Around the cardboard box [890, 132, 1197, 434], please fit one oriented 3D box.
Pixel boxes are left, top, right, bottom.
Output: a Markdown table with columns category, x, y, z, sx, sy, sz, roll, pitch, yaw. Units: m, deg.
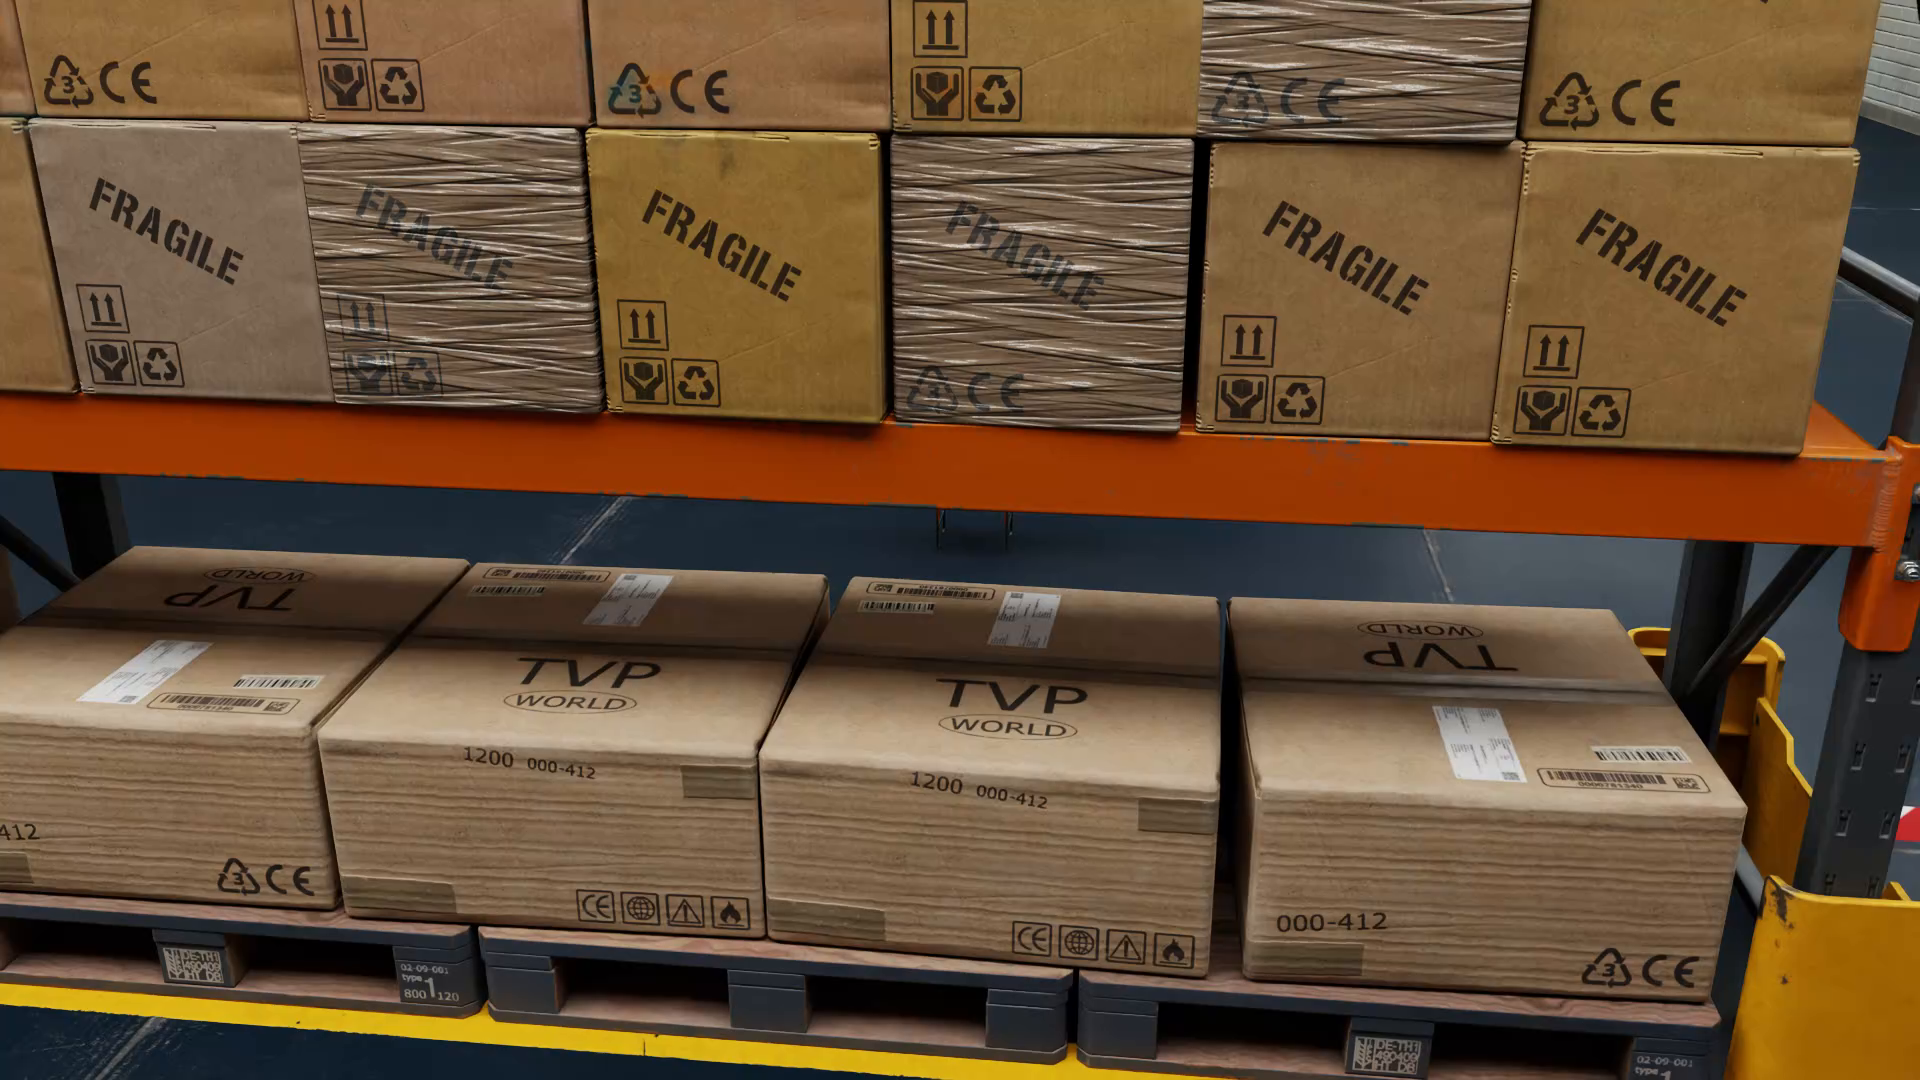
| category | x | y | z | sx | sy | sz | roll | pitch | yaw |
| --- | --- | --- | --- | --- | --- | --- | --- | --- | --- |
| cardboard box | 0.167 | -0.517 | 3.030 | 0.500 | 0.500 | 0.500 | 3 | 22 | 8 |

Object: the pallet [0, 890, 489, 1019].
| category | x | y | z | sx | sy | sz | roll | pitch | yaw |
| --- | --- | --- | --- | --- | --- | --- | --- | --- | --- |
| pallet | -1.541 | 0.685 | 3.919 | 1.213 | 0.211 | 1.003 | 2 | 22 | 6 |

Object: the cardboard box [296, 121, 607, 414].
| category | x | y | z | sx | sy | sz | roll | pitch | yaw |
| --- | --- | --- | --- | --- | --- | --- | --- | --- | --- |
| cardboard box | -0.859 | -0.556 | 3.131 | 0.500 | 0.500 | 0.500 | 3 | 22 | 7 |

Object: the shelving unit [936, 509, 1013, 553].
| category | x | y | z | sx | sy | sz | roll | pitch | yaw |
| --- | --- | --- | --- | --- | --- | --- | --- | --- | --- |
| shelving unit | 0.053 | -0.486 | 5.741 | 0.252 | 1.050 | 0.215 | 2 | 22 | 6 |

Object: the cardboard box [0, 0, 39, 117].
| category | x | y | z | sx | sy | sz | roll | pitch | yaw |
| --- | --- | --- | --- | --- | --- | --- | --- | --- | --- |
| cardboard box | -1.842 | -1.075 | 3.084 | 0.500 | 0.500 | 0.500 | 3 | 22 | 7 |

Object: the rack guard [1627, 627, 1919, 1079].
| category | x | y | z | sx | sy | sz | roll | pitch | yaw |
| --- | --- | --- | --- | --- | --- | --- | --- | --- | --- |
| rack guard | 1.710 | 0.664 | 3.581 | 0.348 | 0.500 | 1.175 | 2 | 22 | 6 |

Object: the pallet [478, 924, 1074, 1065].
| category | x | y | z | sx | sy | sz | roll | pitch | yaw |
| --- | --- | --- | --- | --- | --- | --- | --- | --- | --- |
| pallet | -0.326 | 0.737 | 3.788 | 1.213 | 0.211 | 1.003 | 2 | 22 | 6 |

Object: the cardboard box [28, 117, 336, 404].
| category | x | y | z | sx | sy | sz | roll | pitch | yaw |
| --- | --- | --- | --- | --- | --- | --- | --- | --- | --- |
| cardboard box | -1.352 | -0.580 | 3.192 | 0.500 | 0.500 | 0.500 | 3 | 22 | 7 |

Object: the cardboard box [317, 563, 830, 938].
| category | x | y | z | sx | sy | sz | roll | pitch | yaw |
| --- | --- | --- | --- | --- | --- | --- | --- | --- | --- |
| cardboard box | -0.786 | 0.428 | 3.691 | 0.875 | 0.438 | 0.875 | 2 | 22 | 5 |

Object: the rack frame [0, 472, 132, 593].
| category | x | y | z | sx | sy | sz | roll | pitch | yaw |
| --- | --- | --- | --- | --- | --- | --- | --- | --- | --- |
| rack frame | -2.286 | -0.673 | 3.562 | 0.127 | 3.000 | 1.000 | 2 | 22 | 6 |

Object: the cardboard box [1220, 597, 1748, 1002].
| category | x | y | z | sx | sy | sz | roll | pitch | yaw |
| --- | --- | --- | --- | --- | --- | --- | --- | --- | --- |
| cardboard box | 1.019 | 0.504 | 3.498 | 0.875 | 0.438 | 0.875 | 2 | 22 | 4 |

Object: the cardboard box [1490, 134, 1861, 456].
| category | x | y | z | sx | sy | sz | roll | pitch | yaw |
| --- | --- | --- | --- | --- | --- | --- | --- | --- | --- |
| cardboard box | 1.176 | -0.471 | 2.914 | 0.500 | 0.500 | 0.500 | 3 | 22 | 7 |

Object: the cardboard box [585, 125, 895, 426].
| category | x | y | z | sx | sy | sz | roll | pitch | yaw |
| --- | --- | --- | --- | --- | --- | --- | --- | --- | --- |
| cardboard box | -0.347 | -0.534 | 3.075 | 0.500 | 0.500 | 0.500 | 3 | 22 | 8 |

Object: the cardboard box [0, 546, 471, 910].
| category | x | y | z | sx | sy | sz | roll | pitch | yaw |
| --- | --- | --- | --- | --- | --- | --- | --- | --- | --- |
| cardboard box | -1.676 | 0.390 | 3.788 | 0.875 | 0.438 | 0.875 | 2 | 22 | 6 |

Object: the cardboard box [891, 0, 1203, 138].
| category | x | y | z | sx | sy | sz | roll | pitch | yaw |
| --- | --- | --- | --- | --- | --- | --- | --- | --- | --- |
| cardboard box | 0.166 | -0.980 | 2.842 | 0.500 | 0.500 | 0.500 | 2 | 22 | 6 |

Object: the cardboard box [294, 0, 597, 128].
| category | x | y | z | sx | sy | sz | roll | pitch | yaw |
| --- | --- | --- | --- | --- | --- | --- | --- | --- | --- |
| cardboard box | -0.834 | -1.025 | 2.957 | 0.500 | 0.500 | 0.500 | 3 | 22 | 7 |

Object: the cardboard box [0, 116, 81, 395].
| category | x | y | z | sx | sy | sz | roll | pitch | yaw |
| --- | --- | --- | --- | --- | --- | --- | --- | --- | --- |
| cardboard box | -1.851 | -0.604 | 3.251 | 0.500 | 0.500 | 0.500 | 3 | 22 | 8 |

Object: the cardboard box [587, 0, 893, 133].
| category | x | y | z | sx | sy | sz | roll | pitch | yaw |
| --- | --- | --- | --- | --- | --- | --- | --- | --- | --- |
| cardboard box | -0.333 | -1.002 | 2.899 | 0.500 | 0.500 | 0.500 | 2 | 22 | 6 |

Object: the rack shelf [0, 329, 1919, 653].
| category | x | y | z | sx | sy | sz | roll | pitch | yaw |
| --- | --- | --- | --- | --- | --- | --- | --- | --- | --- |
| rack shelf | -0.300 | -0.252 | 3.476 | 4.000 | 0.370 | 1.077 | 2 | 22 | 6 |

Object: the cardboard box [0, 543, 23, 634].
| category | x | y | z | sx | sy | sz | roll | pitch | yaw |
| --- | --- | --- | --- | --- | --- | --- | --- | --- | --- |
| cardboard box | -2.912 | 0.122 | 3.870 | 0.875 | 0.875 | 0.875 | 3 | 22 | 8 |

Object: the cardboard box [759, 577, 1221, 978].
| category | x | y | z | sx | sy | sz | roll | pitch | yaw |
| --- | --- | --- | --- | --- | --- | --- | --- | --- | --- |
| cardboard box | 0.109 | 0.468 | 3.591 | 0.875 | 0.438 | 0.875 | 3 | 22 | 8 |

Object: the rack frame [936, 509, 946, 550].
| category | x | y | z | sx | sy | sz | roll | pitch | yaw |
| --- | --- | --- | --- | --- | --- | --- | --- | --- | --- |
| rack frame | -0.068 | -0.491 | 5.754 | 0.008 | 1.050 | 0.200 | 2 | 22 | 6 |

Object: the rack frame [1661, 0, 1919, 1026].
| category | x | y | z | sx | sy | sz | roll | pitch | yaw |
| --- | --- | --- | --- | --- | --- | --- | --- | --- | --- |
| rack frame | 1.686 | -0.500 | 3.124 | 0.127 | 3.000 | 1.000 | 2 | 22 | 6 |

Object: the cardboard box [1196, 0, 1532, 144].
| category | x | y | z | sx | sy | sz | roll | pitch | yaw |
| --- | --- | --- | --- | --- | --- | --- | --- | --- | --- |
| cardboard box | 0.657 | -0.957 | 2.785 | 0.500 | 0.500 | 0.500 | 3 | 22 | 6 |

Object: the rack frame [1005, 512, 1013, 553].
| category | x | y | z | sx | sy | sz | roll | pitch | yaw |
| --- | --- | --- | --- | --- | --- | --- | --- | --- | --- |
| rack frame | 0.174 | -0.481 | 5.728 | 0.008 | 1.050 | 0.200 | 2 | 22 | 6 |

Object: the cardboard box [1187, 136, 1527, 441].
| category | x | y | z | sx | sy | sz | roll | pitch | yaw |
| --- | --- | --- | --- | --- | --- | --- | --- | --- | --- |
| cardboard box | 0.679 | -0.498 | 2.983 | 0.500 | 0.500 | 0.500 | 2 | 22 | 5 |

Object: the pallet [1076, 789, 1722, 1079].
| category | x | y | z | sx | sy | sz | roll | pitch | yaw |
| --- | --- | --- | --- | --- | --- | --- | --- | --- | --- |
| pallet | 0.883 | 0.791 | 3.652 | 1.213 | 0.211 | 1.003 | 2 | 22 | 6 |

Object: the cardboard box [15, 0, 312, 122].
| category | x | y | z | sx | sy | sz | roll | pitch | yaw |
| --- | --- | --- | --- | --- | --- | --- | --- | --- | --- |
| cardboard box | -1.341 | -1.051 | 3.023 | 0.500 | 0.500 | 0.500 | 2 | 22 | 6 |

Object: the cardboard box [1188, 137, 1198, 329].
| category | x | y | z | sx | sy | sz | roll | pitch | yaw |
| --- | --- | --- | --- | --- | --- | --- | --- | --- | --- |
| cardboard box | 0.737 | -0.684 | 3.453 | 0.500 | 0.500 | 0.500 | 2 | 22 | 6 |

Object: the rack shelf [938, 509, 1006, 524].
| category | x | y | z | sx | sy | sz | roll | pitch | yaw |
| --- | --- | --- | --- | --- | --- | --- | --- | --- | --- |
| rack shelf | 0.053 | -0.218 | 5.847 | 0.240 | 0.259 | 0.215 | 2 | 22 | 6 |

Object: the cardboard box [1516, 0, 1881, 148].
| category | x | y | z | sx | sy | sz | roll | pitch | yaw |
| --- | --- | --- | --- | --- | --- | --- | --- | --- | --- |
| cardboard box | 1.179 | -0.945 | 2.755 | 0.500 | 0.500 | 0.500 | 3 | 22 | 8 |
